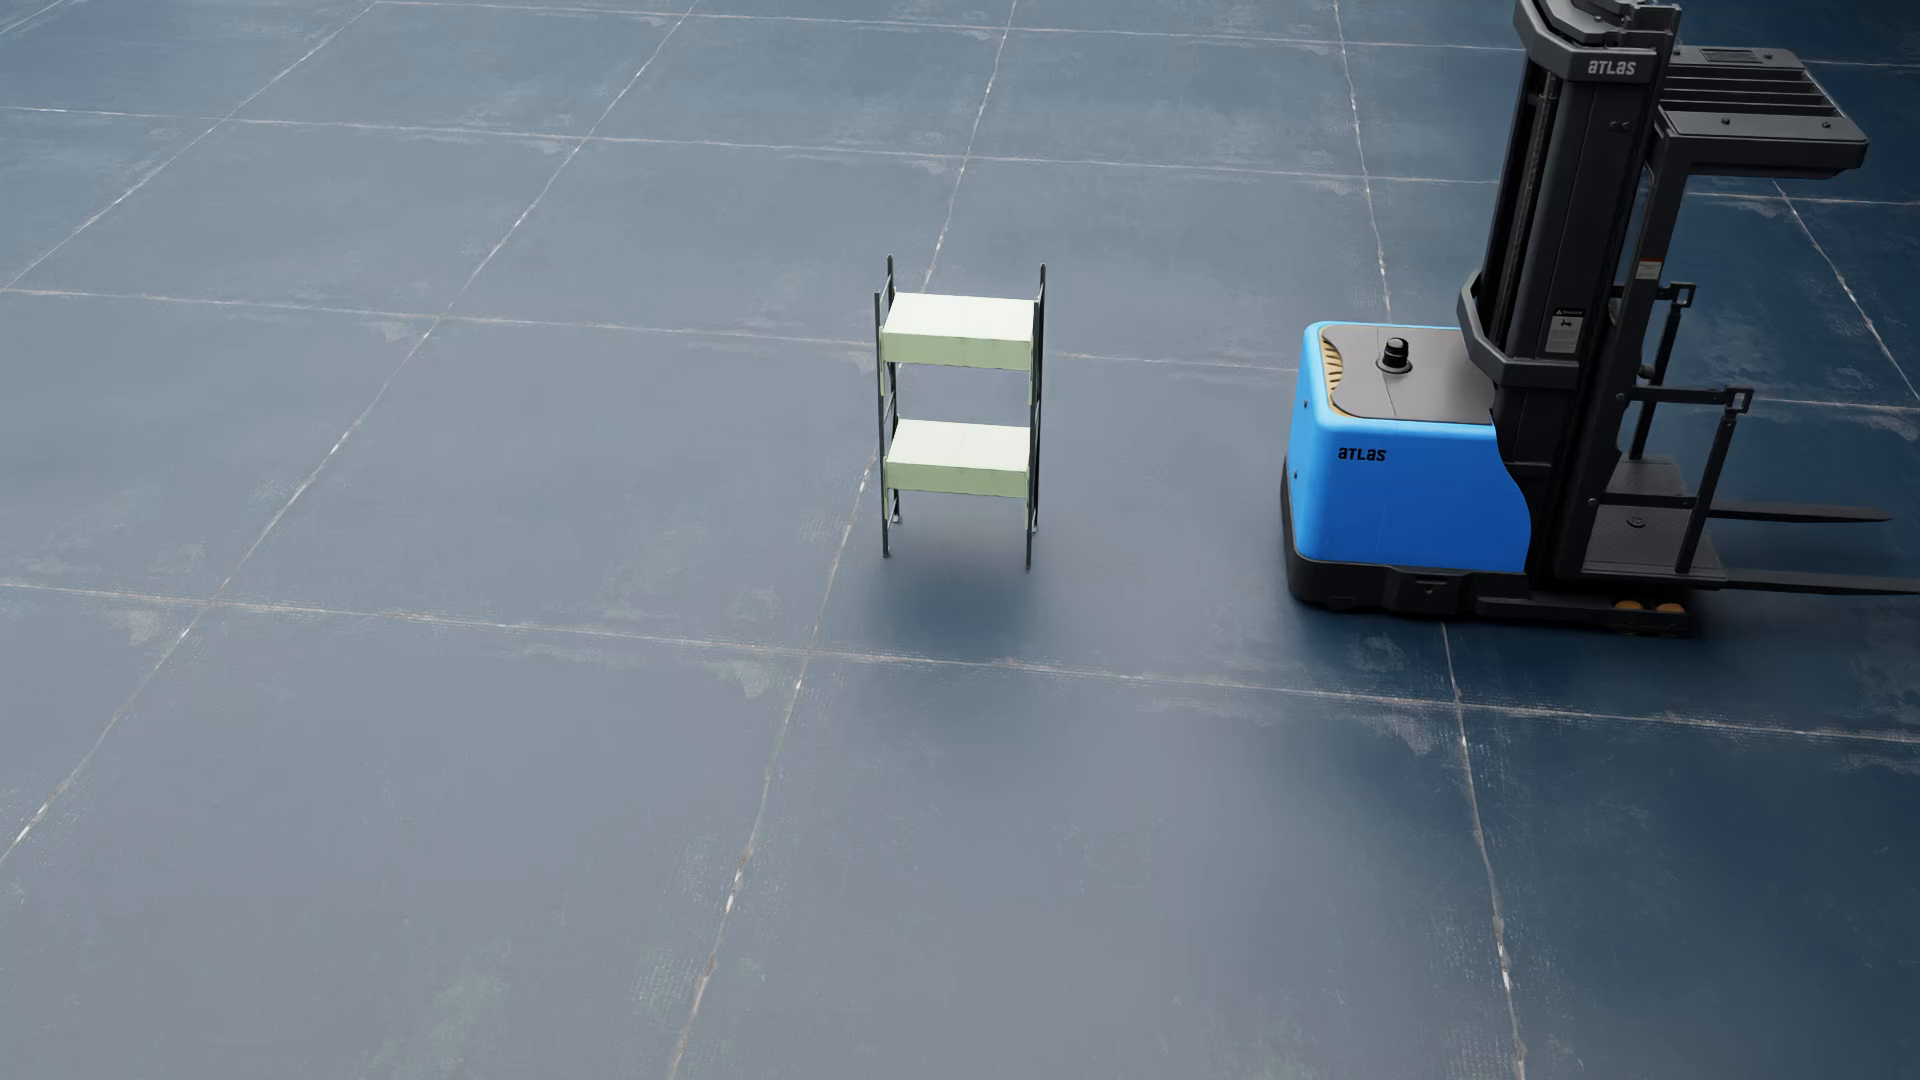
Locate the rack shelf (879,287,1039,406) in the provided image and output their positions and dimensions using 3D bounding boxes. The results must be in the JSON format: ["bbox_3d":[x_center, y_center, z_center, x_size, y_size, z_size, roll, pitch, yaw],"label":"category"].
[{"bbox_3d":[0.007,-0.928,7.944,0.720,0.370,0.431,4,36,6],"label":"rack shelf"}]

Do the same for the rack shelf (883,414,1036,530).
[{"bbox_3d":[0.007,-0.345,8.360,0.720,0.370,0.431,4,36,6],"label":"rack shelf"}]

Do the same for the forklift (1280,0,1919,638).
[{"bbox_3d":[3.163,-1.052,7.558,3.031,2.935,1.130,4,36,5],"label":"forklift"}]

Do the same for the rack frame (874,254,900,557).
[{"bbox_3d":[-0.356,-0.637,8.209,0.023,1.500,0.400,4,36,6],"label":"rack frame"}]

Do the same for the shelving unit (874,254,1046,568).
[{"bbox_3d":[0.007,-0.610,8.171,0.755,1.500,0.431,4,36,6],"label":"shelving unit"}]

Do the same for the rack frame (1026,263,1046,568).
[{"bbox_3d":[0.370,-0.583,8.133,0.023,1.500,0.400,4,36,6],"label":"rack frame"}]
